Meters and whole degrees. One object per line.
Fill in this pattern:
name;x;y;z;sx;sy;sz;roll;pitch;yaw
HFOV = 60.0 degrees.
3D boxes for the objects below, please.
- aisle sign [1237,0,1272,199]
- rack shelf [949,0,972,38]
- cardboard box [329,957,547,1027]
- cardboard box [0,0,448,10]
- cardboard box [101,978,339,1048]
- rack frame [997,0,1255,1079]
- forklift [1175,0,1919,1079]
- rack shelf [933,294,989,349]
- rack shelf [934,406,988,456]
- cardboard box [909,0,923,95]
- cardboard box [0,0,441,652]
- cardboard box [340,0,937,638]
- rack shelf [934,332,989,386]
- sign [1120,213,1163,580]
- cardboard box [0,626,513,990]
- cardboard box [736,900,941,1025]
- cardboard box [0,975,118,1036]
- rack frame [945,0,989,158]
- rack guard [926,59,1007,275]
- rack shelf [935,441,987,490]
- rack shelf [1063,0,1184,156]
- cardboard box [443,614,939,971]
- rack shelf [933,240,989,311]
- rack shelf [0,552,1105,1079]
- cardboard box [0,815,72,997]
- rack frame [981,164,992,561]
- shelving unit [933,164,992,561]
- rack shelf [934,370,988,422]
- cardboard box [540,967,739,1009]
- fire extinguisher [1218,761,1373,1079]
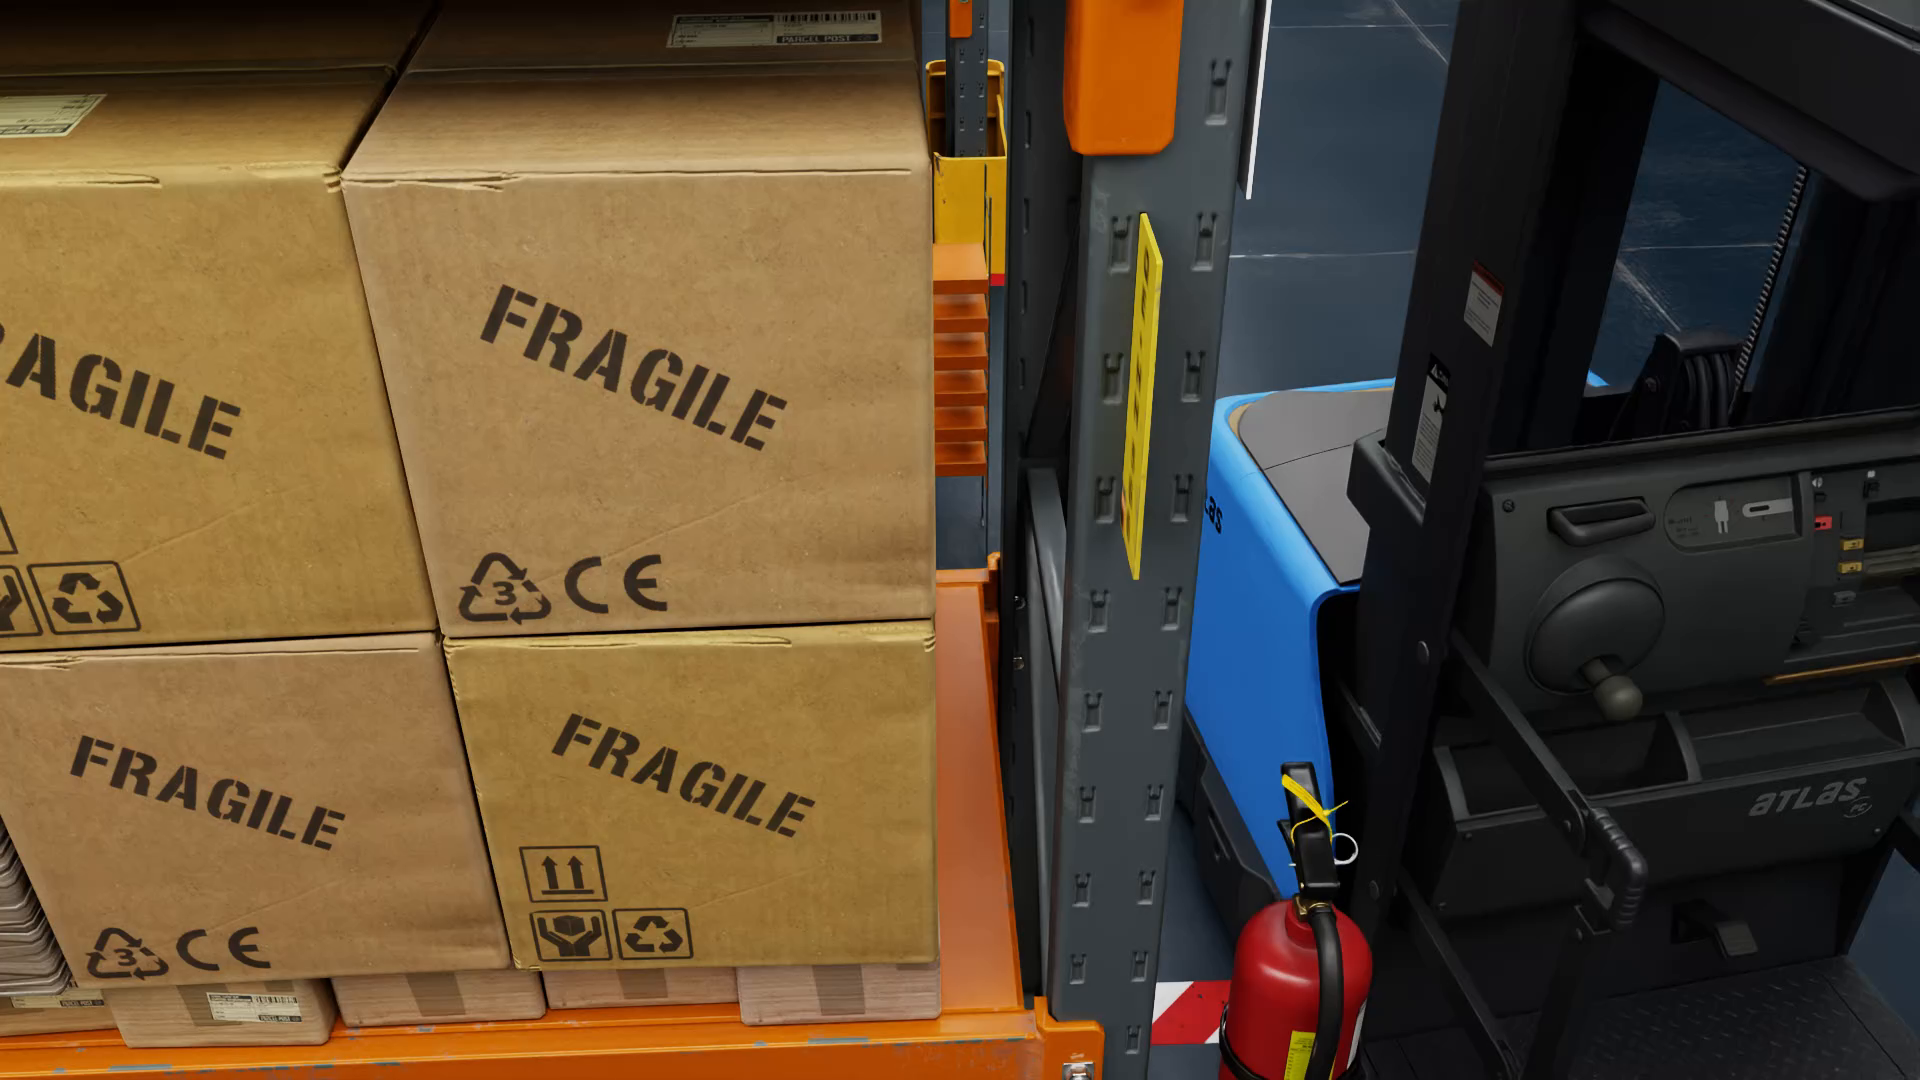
aisle sign;0.242;-0.733;1.389;0.004;0.787;0.394;-2;35;-2
rack shelf;-1.976;-2.305;6.577;4.000;0.370;1.077;-2;35;-2
cardboard box;-0.657;0.441;2.198;0.250;0.149;0.380;-2;35;-3
cardboard box;-0.809;-0.529;2.151;0.500;0.500;0.500;-1;35;-1
cardboard box;-0.911;0.461;2.169;0.250;0.149;0.380;-1;35;-1
rack frame;0.155;0.167;2.373;0.127;3.000;1.000;-2;35;-2
forklift;1.328;0.113;2.511;1.130;2.935;3.031;-7;35;-10
rack shelf;-0.014;-0.654;4.797;0.180;0.103;0.258;-2;35;-2
rack shelf;-0.014;-0.358;5.002;0.180;0.103;0.258;-2;35;-2
cardboard box;-0.306;-0.546;2.176;0.500;0.500;0.500;-2;35;-3
cardboard box;-0.796;-0.240;1.733;0.500;0.500;0.500;-3;35;-4
cardboard box;-0.290;-0.254;1.753;0.500;0.500;0.500;-2;35;-3
rack shelf;-0.014;-0.555;4.865;0.180;0.103;0.258;-2;35;-2
sign;0.162;-0.123;1.497;0.005;0.325;0.100;-2;35;-2
cardboard box;-0.796;0.173;2.015;0.500;0.500;0.500;-2;35;-3
cardboard box;-0.157;0.440;2.199;0.250;0.149;0.380;-1;35;-2
cardboard box;-1.175;0.451;2.183;0.250;0.149;0.380;-3;35;-4
rack frame;0.021;-2.655;6.450;0.127;3.000;1.000;-2;35;-2
rack guard;0.045;-1.628;7.163;0.348;0.500;1.175;-2;35;-2
rack shelf;-0.014;-0.259;5.070;0.180;0.103;0.258;-2;35;-2
rack shelf;-1.842;-0.717;1.646;4.000;0.370;1.077;-2;35;-2
cardboard box;-0.281;0.162;2.031;0.500;0.500;0.500;-1;35;-1
rack shelf;-0.014;-0.752;4.728;0.180;0.103;0.258;-2;35;-2
rack shelf;-1.842;0.517;2.499;4.000;0.370;1.077;-2;35;-2
cardboard box;-1.302;0.192;1.987;0.500;0.500;0.500;-1;35;-2
rack frame;0.077;-0.495;4.912;0.006;1.200;0.240;-2;35;-2
shelving unit;-0.014;-0.493;4.908;0.189;1.200;0.258;-2;35;-2
rack shelf;-0.014;-0.456;4.933;0.180;0.103;0.258;-2;35;-2
cardboard box;-0.407;0.425;2.220;0.250;0.149;0.380;-2;35;-2
fire extinguisher;0.429;0.608;2.131;0.183;0.674;0.296;-2;35;-2
